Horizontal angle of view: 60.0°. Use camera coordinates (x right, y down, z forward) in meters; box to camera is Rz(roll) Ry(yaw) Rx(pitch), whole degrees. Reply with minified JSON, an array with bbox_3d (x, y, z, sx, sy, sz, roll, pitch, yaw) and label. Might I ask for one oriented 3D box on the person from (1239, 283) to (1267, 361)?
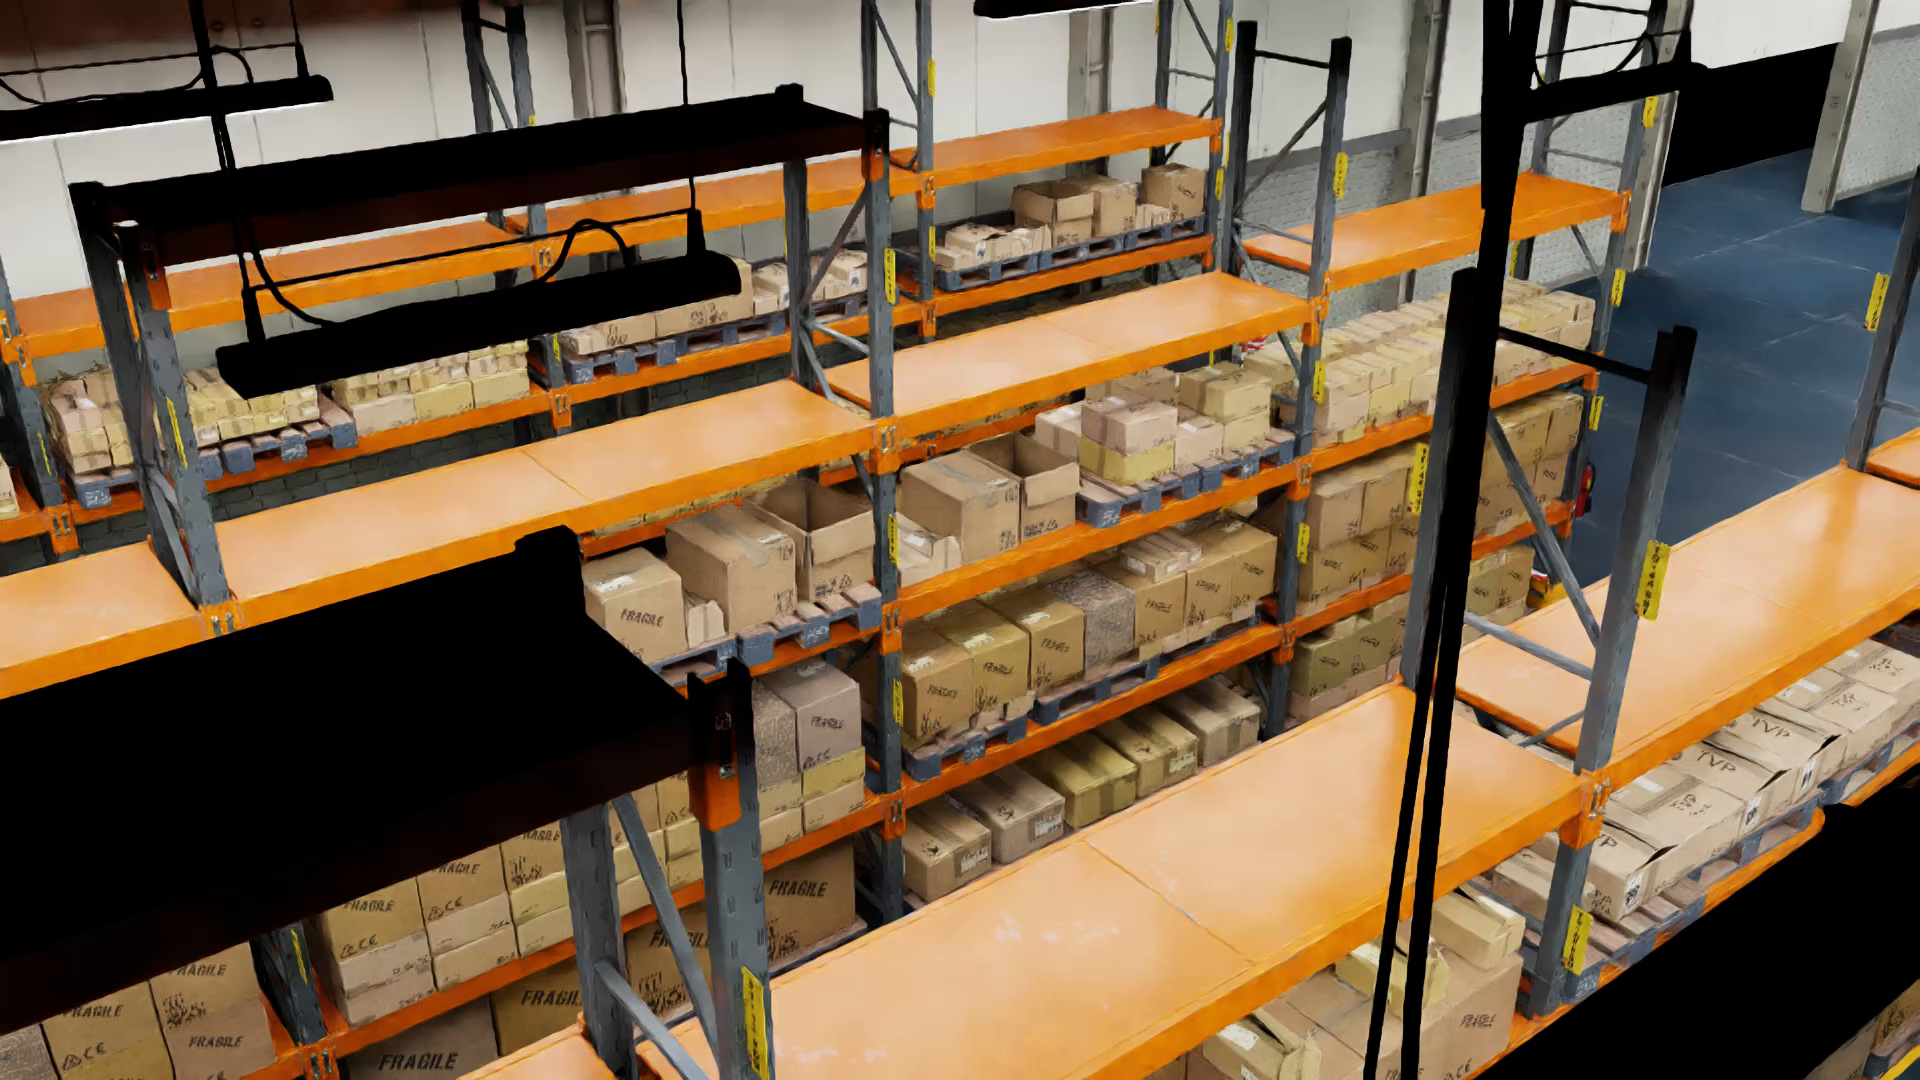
[{"bbox_3d":[3.645,-2.416,21.047,0.542,1.780,0.642,11,28,21],"label":"person"}]
